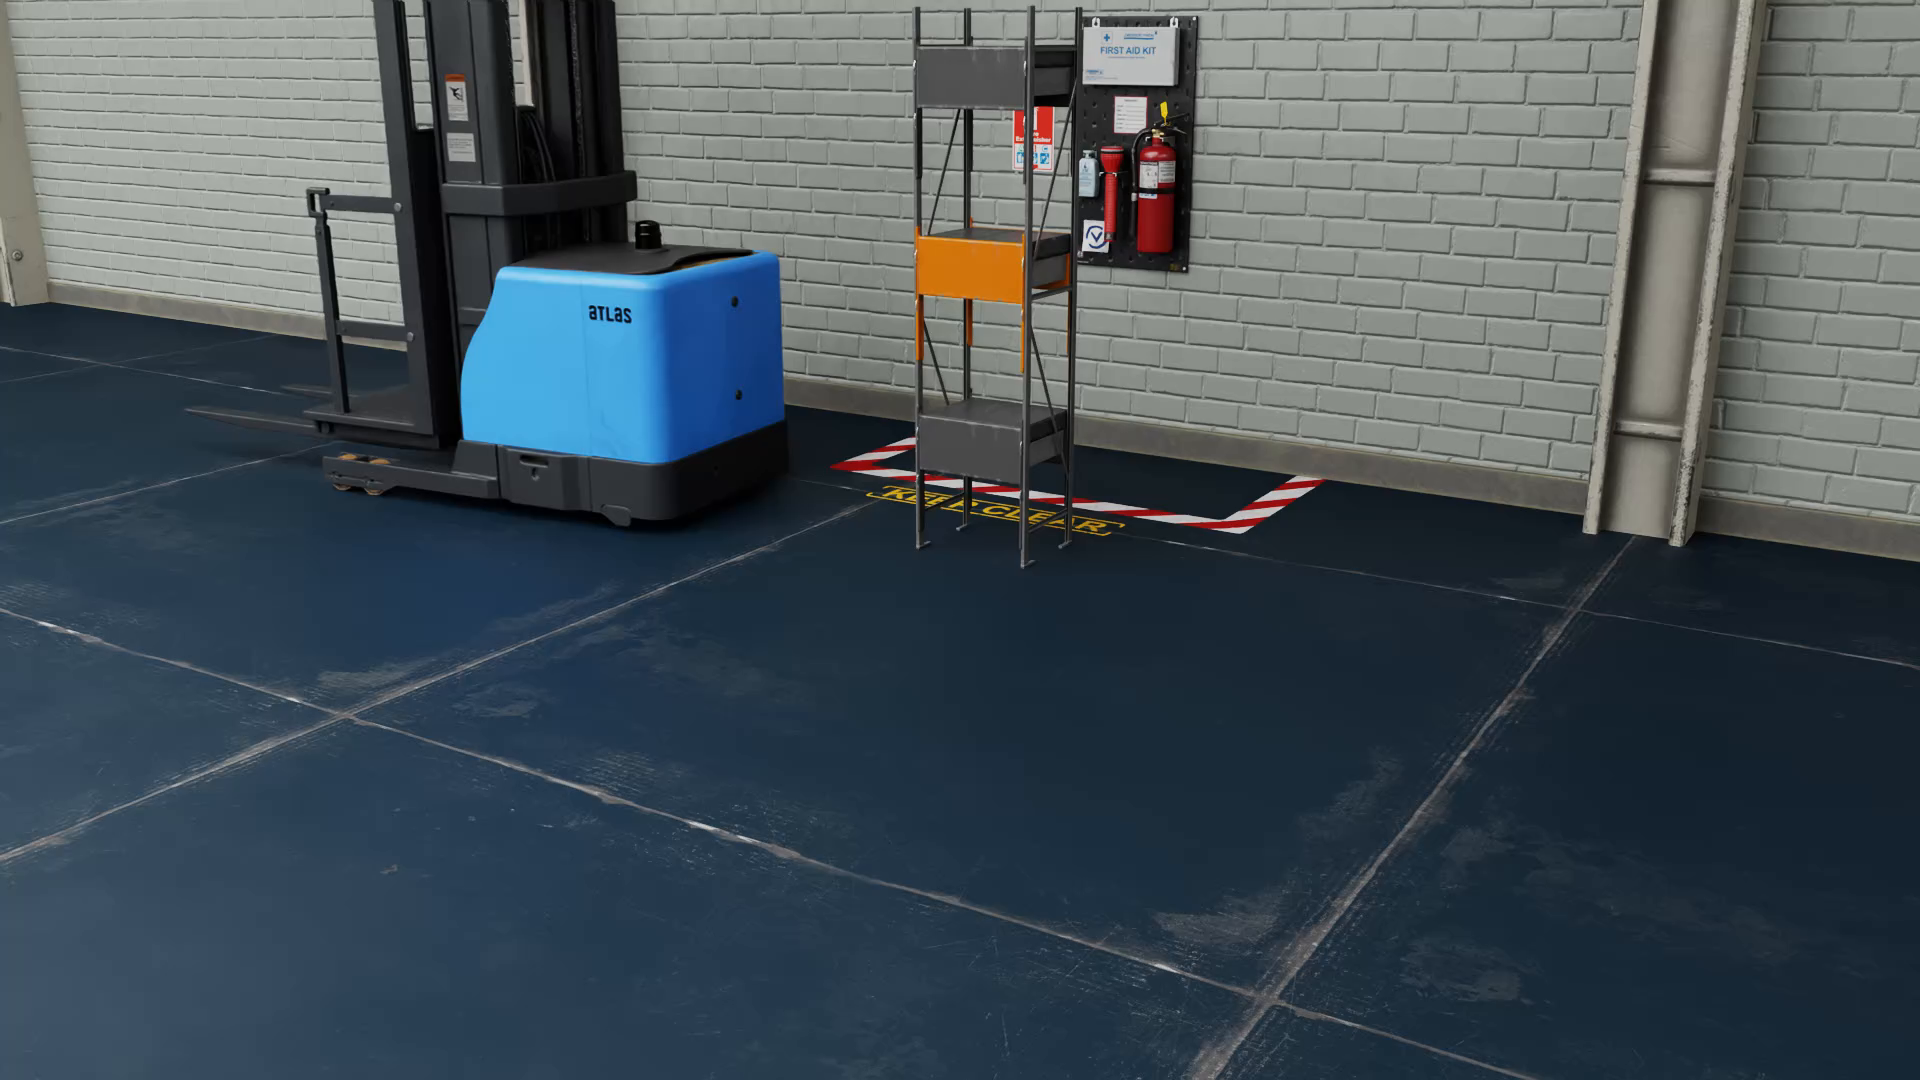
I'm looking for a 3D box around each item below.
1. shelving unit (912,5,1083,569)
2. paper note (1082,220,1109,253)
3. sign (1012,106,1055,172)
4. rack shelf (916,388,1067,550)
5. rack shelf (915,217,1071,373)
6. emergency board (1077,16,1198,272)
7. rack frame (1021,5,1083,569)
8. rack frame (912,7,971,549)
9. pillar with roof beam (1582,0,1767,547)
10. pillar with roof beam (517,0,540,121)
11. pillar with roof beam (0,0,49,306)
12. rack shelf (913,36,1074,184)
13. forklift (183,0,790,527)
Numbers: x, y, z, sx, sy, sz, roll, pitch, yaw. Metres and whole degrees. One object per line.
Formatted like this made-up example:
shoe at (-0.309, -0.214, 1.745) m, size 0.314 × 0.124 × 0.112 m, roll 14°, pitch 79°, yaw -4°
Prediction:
shelving unit at (0.141, -0.980, 6.493) m, size 0.503 × 2.100 × 0.431 m, roll 10°, pitch 20°, yaw 30°
paper note at (0.663, -1.483, 8.117) m, size 0.142 × 0.148 × 0.016 m, roll 10°, pitch 20°, yaw 30°
sign at (0.361, -1.987, 8.200) m, size 0.234 × 0.329 × 0.001 m, roll 10°, pitch 20°, yaw 30°
rack shelf at (0.141, -0.297, 6.701) m, size 0.480 × 0.518 × 0.431 m, roll 10°, pitch 20°, yaw 30°
rack shelf at (0.141, -0.966, 6.497) m, size 0.480 × 0.518 × 0.431 m, roll 10°, pitch 20°, yaw 30°
emergency board at (0.778, -1.860, 7.845) m, size 0.643 × 1.169 × 0.194 m, roll 10°, pitch 20°, yaw 30°
rack frame at (0.349, -0.942, 6.371) m, size 0.015 × 2.100 × 0.400 m, roll 10°, pitch 20°, yaw 30°
rack frame at (-0.067, -1.017, 6.615) m, size 0.015 × 2.100 × 0.400 m, roll 10°, pitch 20°, yaw 30°
pillar with roof beam at (0.611, -3.279, 2.194) m, size 0.400 × 9.000 × 9.100 m, roll 10°, pitch 20°, yaw 30°
pillar with roof beam at (-4.502, -4.192, 5.198) m, size 0.400 × 9.000 × 9.100 m, roll 10°, pitch 20°, yaw 30°
pillar with roof beam at (-9.615, -5.105, 8.203) m, size 0.400 × 9.000 × 9.100 m, roll 10°, pitch 20°, yaw 30°
rack shelf at (0.141, -1.636, 6.294) m, size 0.480 × 0.518 × 0.431 m, roll 10°, pitch 20°, yaw 30°
forklift at (-2.348, -1.732, 7.540) m, size 3.031 × 2.935 × 1.130 m, roll 8°, pitch 19°, yaw 25°
